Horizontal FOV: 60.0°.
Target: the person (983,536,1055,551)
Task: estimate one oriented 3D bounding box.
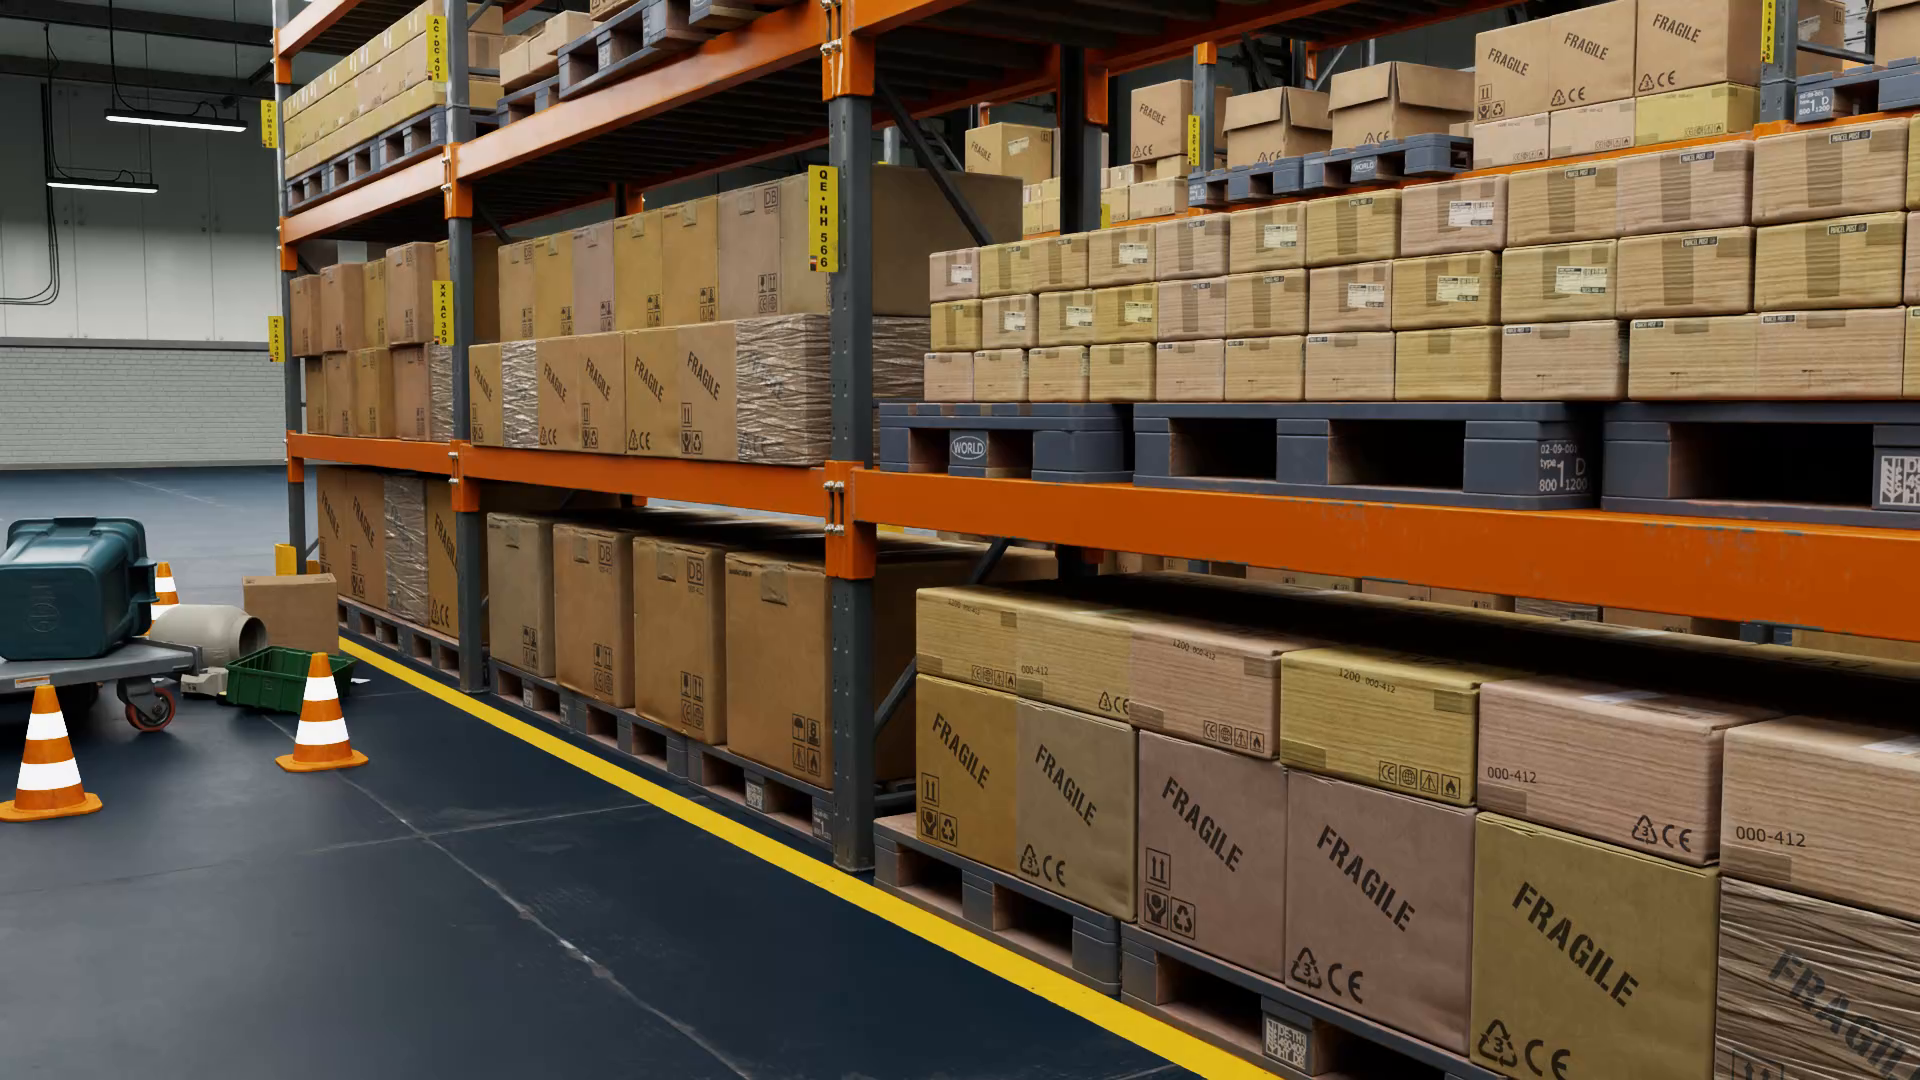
[{"bbox_3d":[0.380,-0.097,9.307,0.578,1.766,0.495,3,5,33],"label":"person"}]
